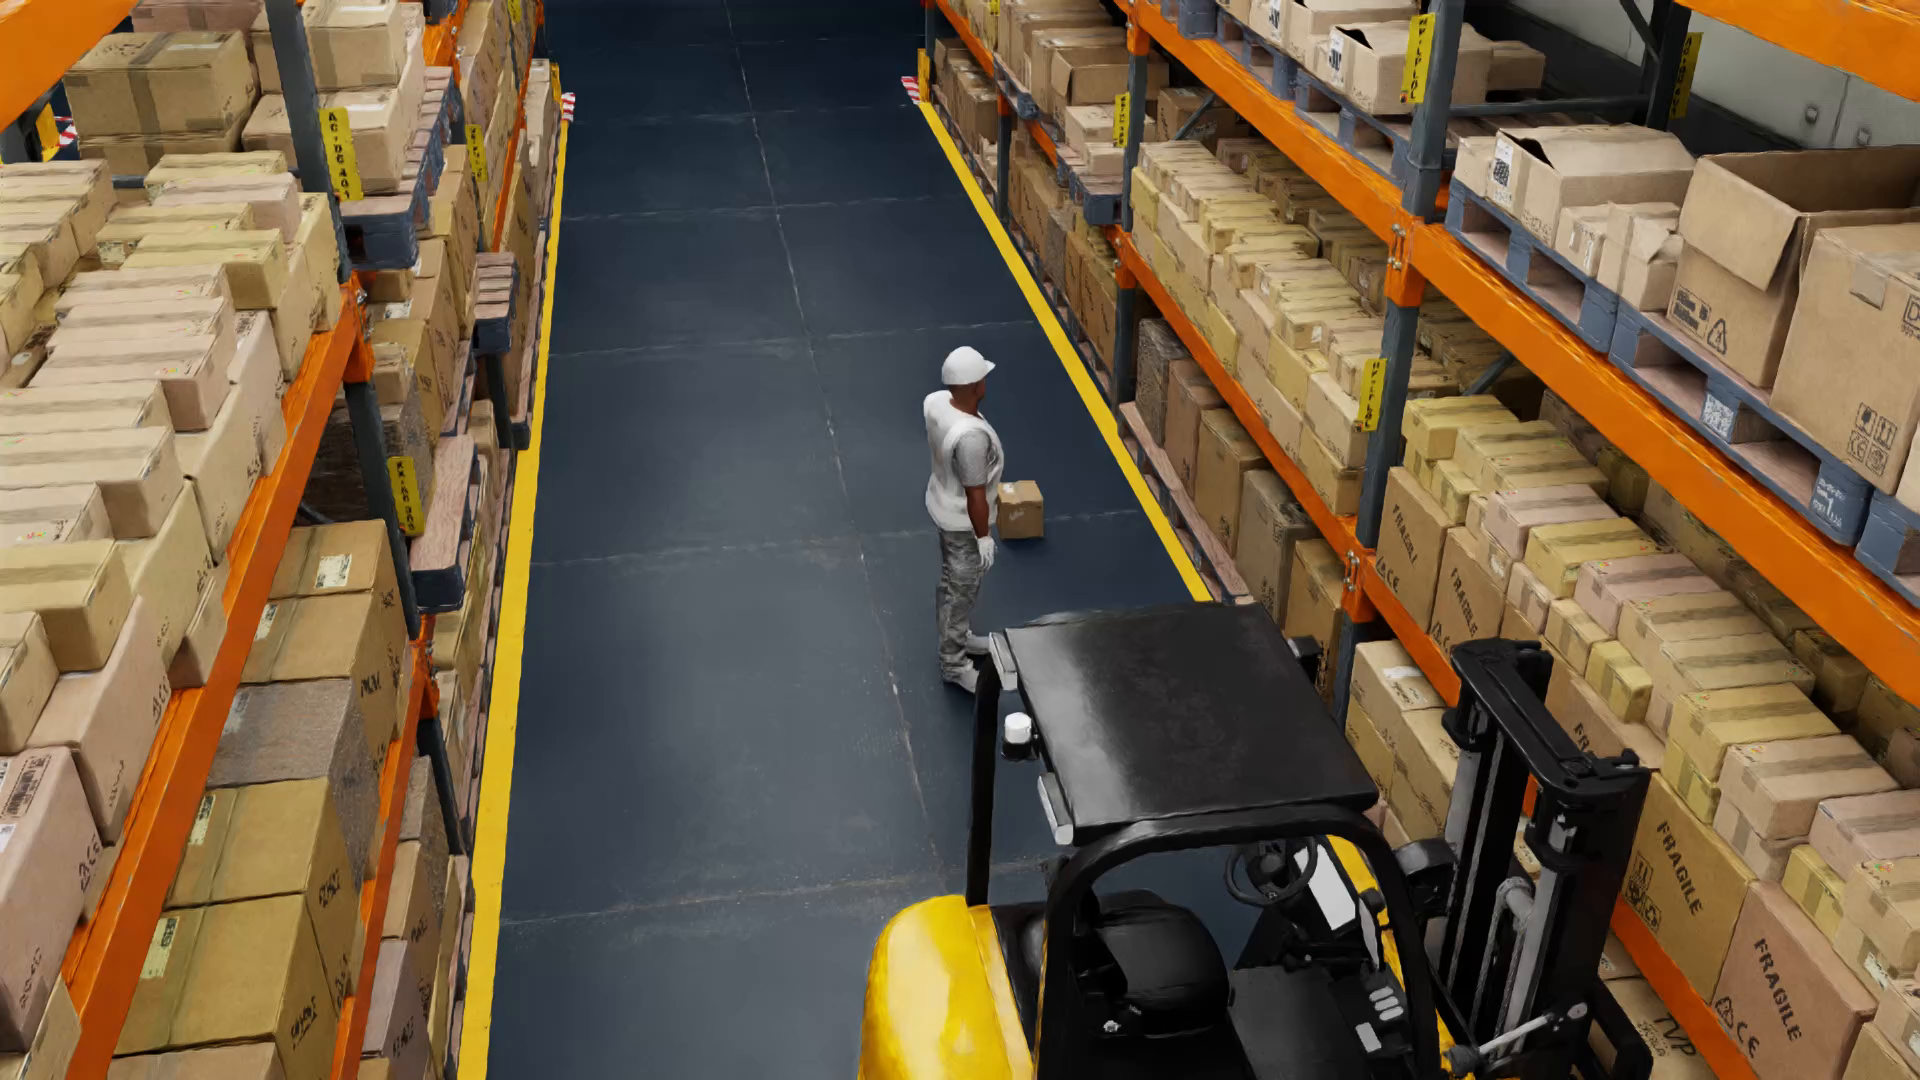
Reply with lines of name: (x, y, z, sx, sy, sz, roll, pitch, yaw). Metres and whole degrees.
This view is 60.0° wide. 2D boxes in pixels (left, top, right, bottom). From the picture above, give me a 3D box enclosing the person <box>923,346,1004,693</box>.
person: (0.038, -0.129, 8.280, 0.391, 1.791, 0.632, -8, 31, -13)
